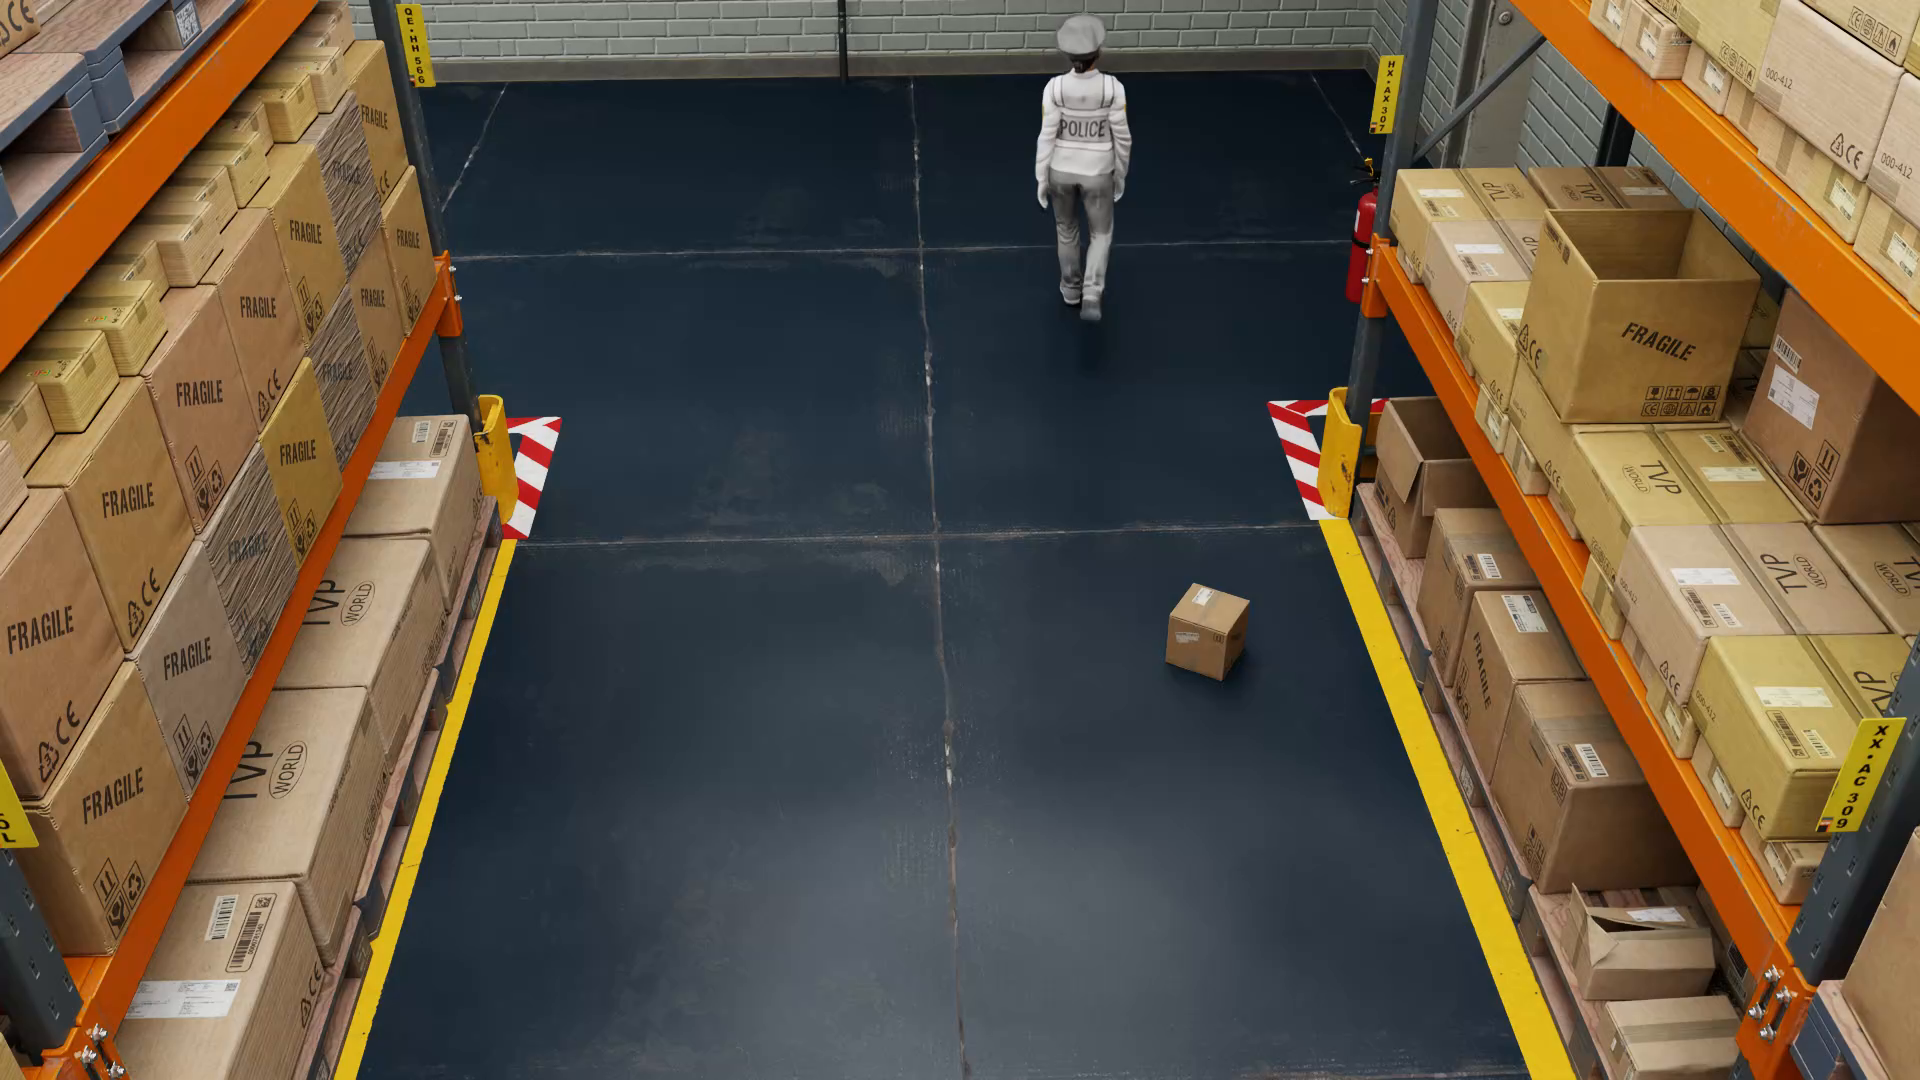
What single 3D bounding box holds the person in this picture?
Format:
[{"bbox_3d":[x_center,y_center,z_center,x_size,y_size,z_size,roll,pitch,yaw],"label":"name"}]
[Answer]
[{"bbox_3d":[0.651,-1.944,8.833,0.500,1.663,0.770,4,36,6],"label":"person"}]
